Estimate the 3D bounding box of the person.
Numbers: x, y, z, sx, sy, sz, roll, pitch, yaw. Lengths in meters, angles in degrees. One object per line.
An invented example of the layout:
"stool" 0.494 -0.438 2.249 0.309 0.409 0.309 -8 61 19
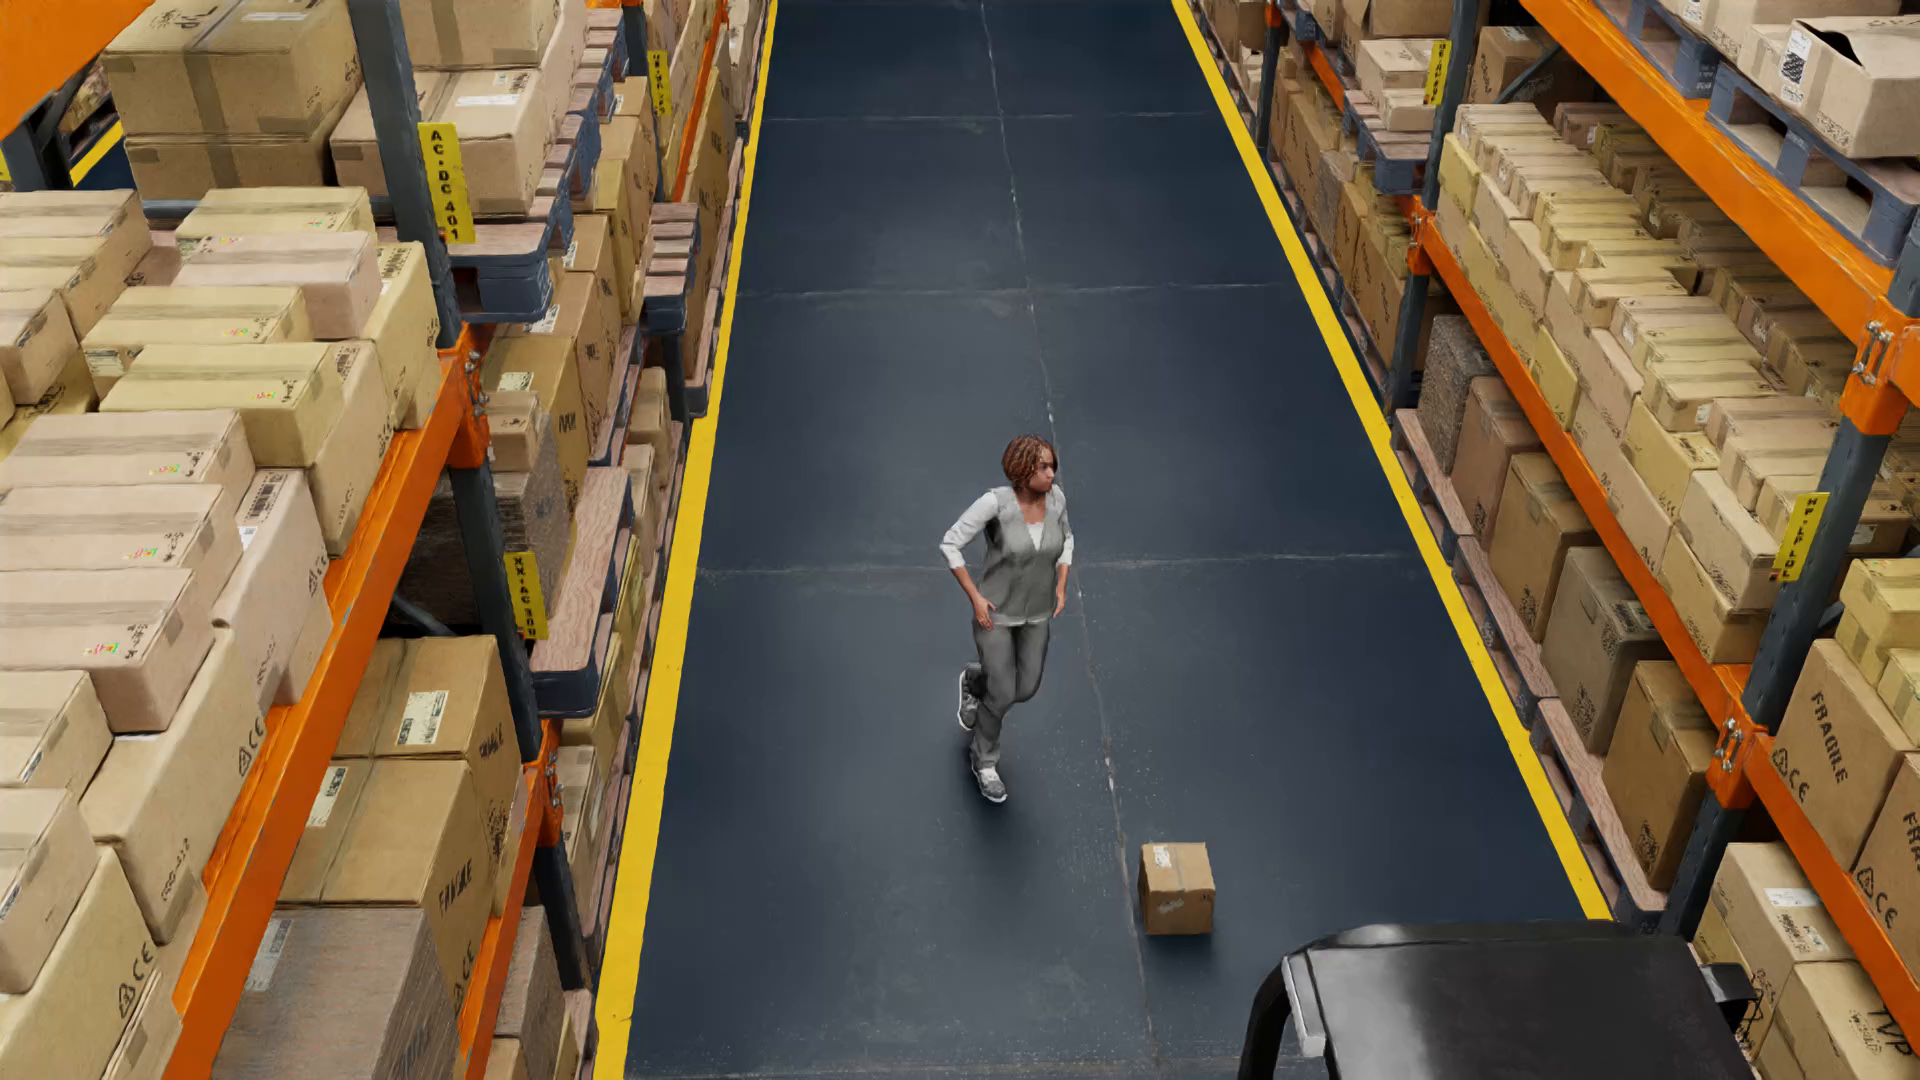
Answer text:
"person" 0.232 0.288 6.852 0.582 1.530 0.604 -15 38 -20
